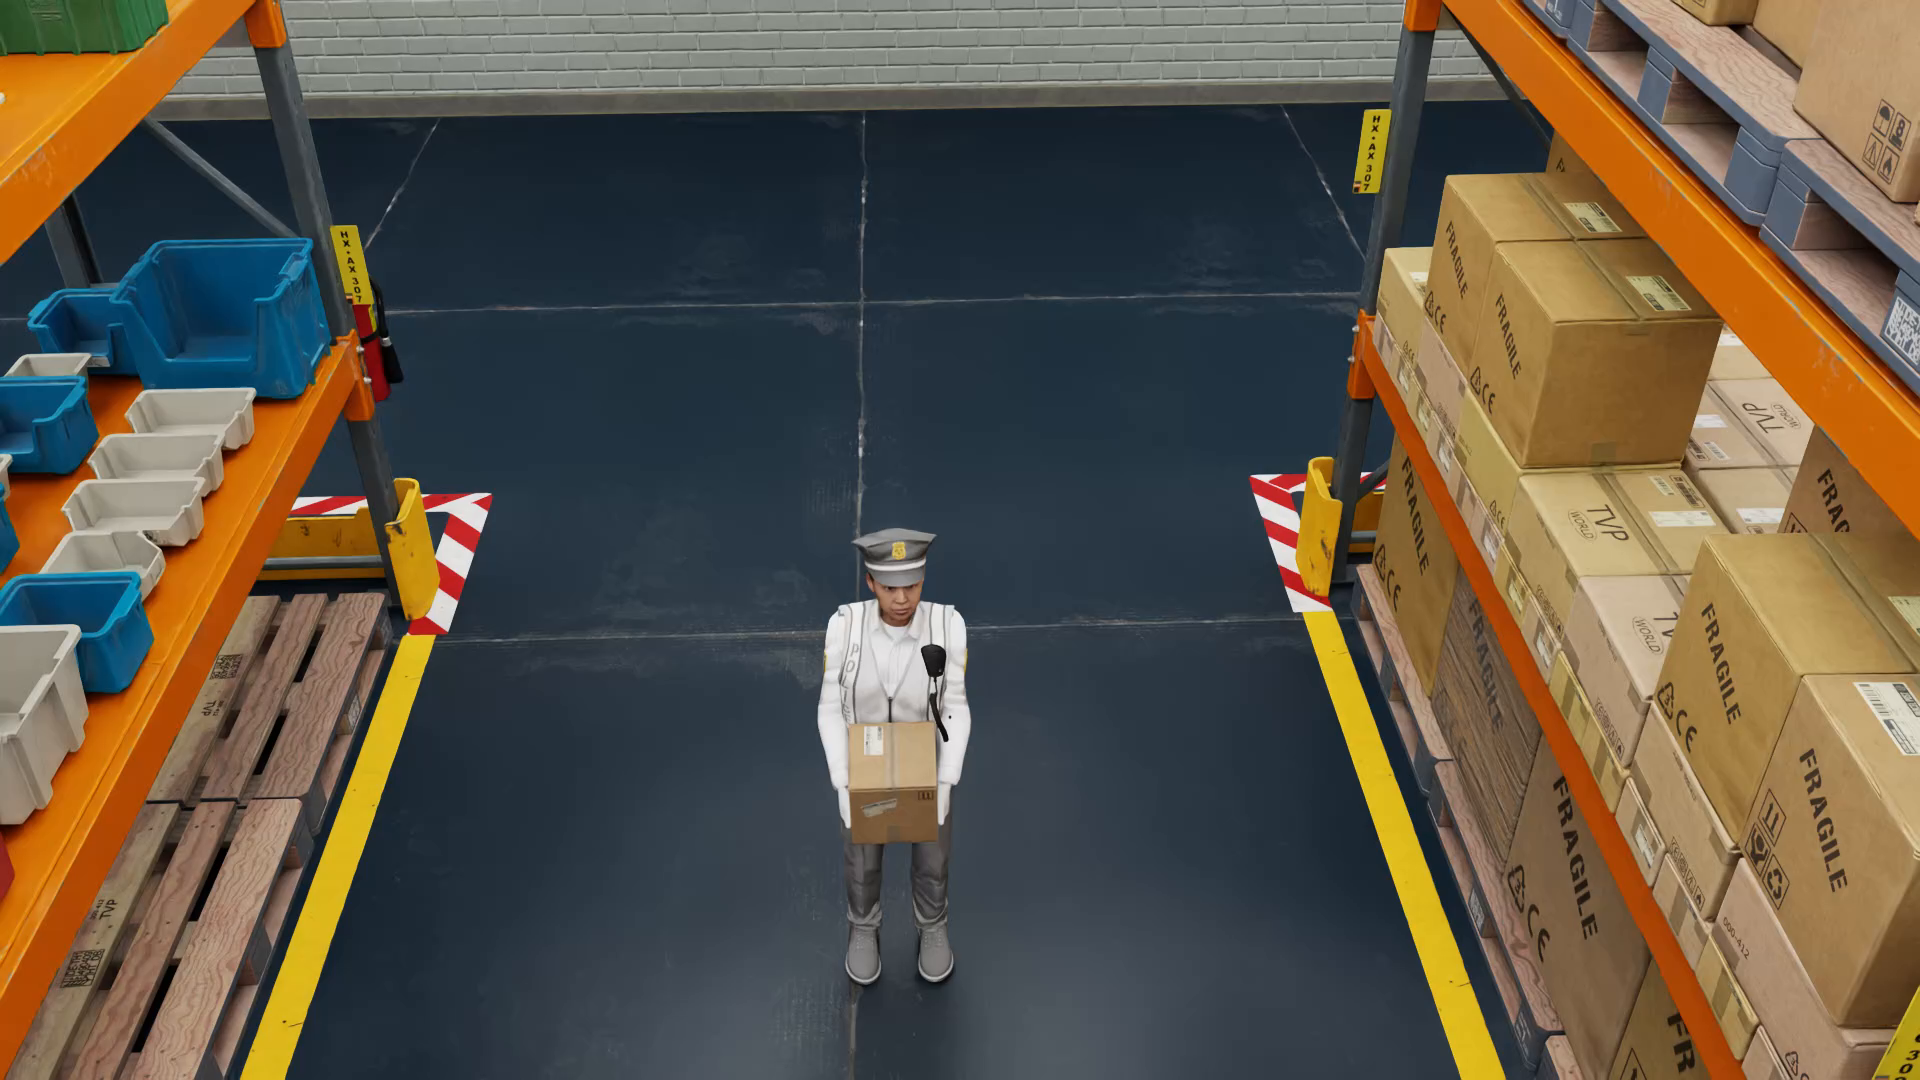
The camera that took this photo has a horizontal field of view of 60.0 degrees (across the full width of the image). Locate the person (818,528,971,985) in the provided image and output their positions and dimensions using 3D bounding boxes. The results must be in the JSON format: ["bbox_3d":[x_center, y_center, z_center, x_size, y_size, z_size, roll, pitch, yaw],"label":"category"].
[{"bbox_3d":[-0.196,0.726,5.103,0.460,1.686,0.564,-1,35,-2],"label":"person"}]
